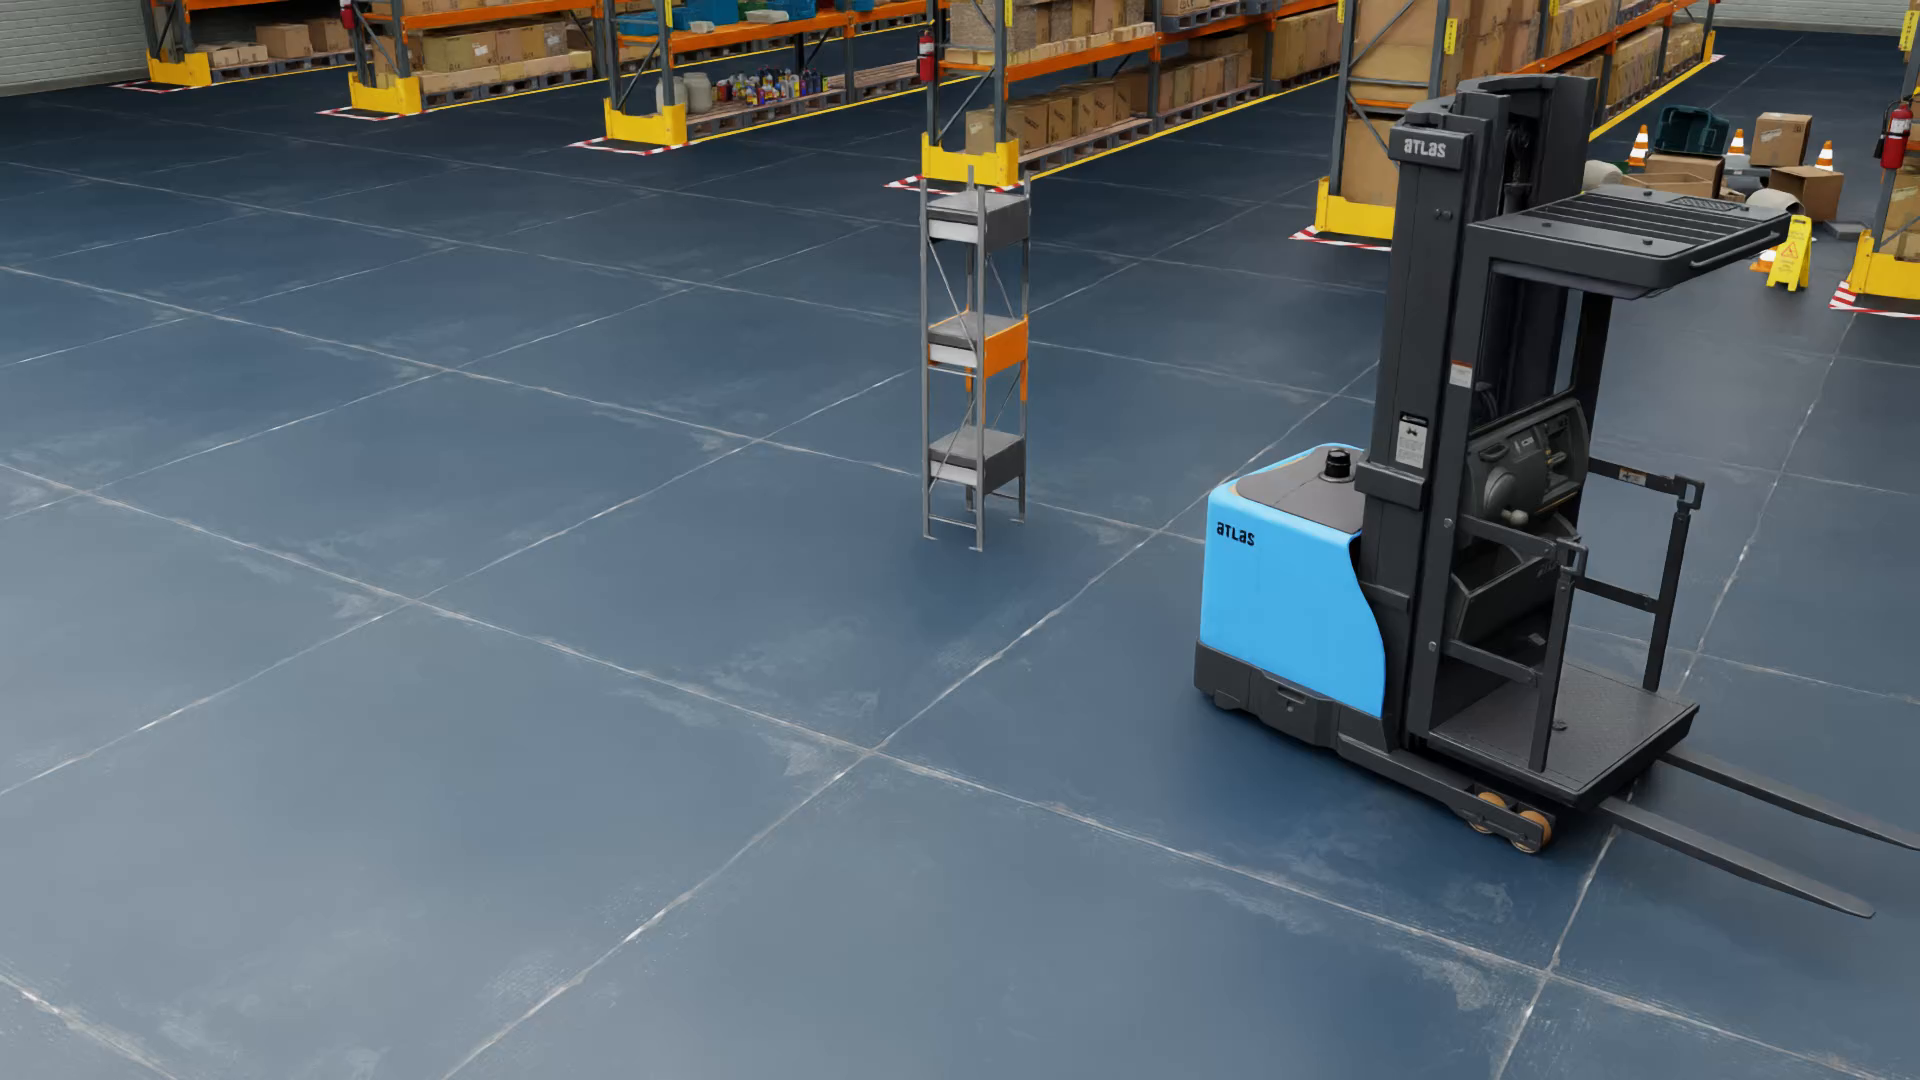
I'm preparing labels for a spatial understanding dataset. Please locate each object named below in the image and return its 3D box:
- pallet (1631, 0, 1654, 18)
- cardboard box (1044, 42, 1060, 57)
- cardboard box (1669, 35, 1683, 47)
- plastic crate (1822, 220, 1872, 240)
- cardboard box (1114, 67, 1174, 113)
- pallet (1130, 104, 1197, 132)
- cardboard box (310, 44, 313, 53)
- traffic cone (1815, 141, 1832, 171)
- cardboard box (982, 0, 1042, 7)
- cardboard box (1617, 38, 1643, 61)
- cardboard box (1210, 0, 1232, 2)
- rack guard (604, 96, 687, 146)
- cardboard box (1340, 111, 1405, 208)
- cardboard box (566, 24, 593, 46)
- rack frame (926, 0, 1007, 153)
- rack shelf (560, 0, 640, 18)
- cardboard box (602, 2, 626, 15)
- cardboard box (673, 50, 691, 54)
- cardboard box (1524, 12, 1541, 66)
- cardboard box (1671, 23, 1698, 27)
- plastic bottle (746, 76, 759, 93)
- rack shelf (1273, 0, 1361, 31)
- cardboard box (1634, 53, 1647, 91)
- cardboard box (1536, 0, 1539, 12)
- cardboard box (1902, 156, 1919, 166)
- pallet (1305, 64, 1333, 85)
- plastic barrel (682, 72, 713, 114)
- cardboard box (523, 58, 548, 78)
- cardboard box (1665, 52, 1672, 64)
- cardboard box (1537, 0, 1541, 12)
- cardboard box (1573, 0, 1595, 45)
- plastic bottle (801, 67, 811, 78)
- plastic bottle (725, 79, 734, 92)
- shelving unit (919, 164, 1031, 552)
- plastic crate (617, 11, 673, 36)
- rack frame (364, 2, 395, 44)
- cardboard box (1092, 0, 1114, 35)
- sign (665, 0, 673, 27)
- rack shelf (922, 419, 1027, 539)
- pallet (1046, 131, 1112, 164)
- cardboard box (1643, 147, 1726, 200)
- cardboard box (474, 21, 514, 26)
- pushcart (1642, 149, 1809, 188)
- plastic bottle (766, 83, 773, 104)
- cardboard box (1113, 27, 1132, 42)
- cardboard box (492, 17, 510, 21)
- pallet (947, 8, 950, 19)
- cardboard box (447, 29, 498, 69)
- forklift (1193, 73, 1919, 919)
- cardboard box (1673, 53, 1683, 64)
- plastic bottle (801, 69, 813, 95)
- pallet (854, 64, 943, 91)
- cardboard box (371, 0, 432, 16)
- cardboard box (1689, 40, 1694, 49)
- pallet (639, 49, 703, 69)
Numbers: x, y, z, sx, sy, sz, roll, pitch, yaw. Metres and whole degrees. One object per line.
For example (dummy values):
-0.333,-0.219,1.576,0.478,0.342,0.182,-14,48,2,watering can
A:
9.463,-7.803,24.239,1.003,0.211,1.213,14,27,29,pallet
0.971,-5.852,19.807,0.380,0.149,0.250,14,27,29,cardboard box
11.530,-8.132,27.070,0.380,0.149,0.250,15,27,30,cardboard box
9.077,-3.163,16.955,0.402,0.080,0.583,5,24,11,plastic crate
2.525,-6.195,22.877,0.700,0.500,0.500,12,26,25,cardboard box
2.592,-5.921,23.161,1.003,0.211,1.213,14,27,29,pallet
-11.302,-8.409,28.435,0.380,0.149,0.250,12,26,25,cardboard box
10.067,-4.408,19.351,0.336,0.463,0.334,14,27,29,traffic cone
0.595,-6.357,18.900,0.500,0.500,0.500,14,27,29,cardboard box
9.562,-7.121,24.098,0.500,0.250,0.500,14,27,29,cardboard box
3.643,-7.799,23.630,0.396,0.266,0.258,13,27,27,cardboard box
-4.135,-5.514,21.857,1.175,0.500,0.348,14,27,29,rack guard
4.535,-3.974,17.300,0.875,0.875,0.875,14,27,29,cardboard box
-6.261,-8.400,27.604,0.500,0.311,0.500,14,27,29,cardboard box
0.073,-5.587,18.881,1.000,3.000,0.127,14,27,29,rack frame
-5.176,-9.360,28.500,1.077,0.370,4.000,14,27,29,rack shelf
-7.365,-11.123,33.845,0.750,0.750,0.750,14,27,29,cardboard box
-4.997,-8.549,28.654,0.500,0.250,0.500,14,27,30,cardboard box
6.159,-5.806,19.196,0.875,0.550,0.550,14,27,29,cardboard box
12.428,-8.767,28.537,0.380,0.149,0.250,14,27,30,cardboard box
-2.988,-6.512,23.892,0.152,0.276,0.135,14,27,29,plastic bottle
5.348,-8.632,26.820,1.077,0.370,4.000,14,27,29,rack shelf
9.842,-6.962,24.673,0.500,0.500,0.500,13,27,28,cardboard box
6.120,-6.311,19.004,0.875,0.550,0.550,14,27,29,cardboard box
8.830,-3.546,15.338,0.380,0.149,0.250,15,27,30,cardboard box
5.417,-7.668,27.198,1.003,0.211,1.213,14,27,29,pallet
-3.588,-6.084,22.630,0.421,0.512,0.421,0,23,0,plastic barrel
-6.813,-7.405,26.011,0.500,0.250,0.500,14,27,29,cardboard box
11.026,-7.640,26.308,0.380,0.149,0.250,15,28,31,cardboard box
6.600,-6.537,19.691,0.700,0.500,0.500,13,27,28,cardboard box
7.649,-6.541,20.958,0.500,0.500,0.500,14,27,30,cardboard box
-2.242,-6.714,24.264,0.144,0.351,0.185,14,27,29,plastic bottle
-3.309,-6.415,23.668,0.152,0.276,0.135,13,27,28,plastic bottle
0.087,-1.019,9.462,0.431,2.100,0.503,14,27,29,shelving unit
-4.125,-6.789,21.843,0.499,0.251,0.616,14,27,29,plastic crate
-10.442,-10.051,29.193,1.000,3.000,0.127,14,27,29,rack frame
1.421,-6.630,20.788,0.875,0.500,0.500,14,27,29,cardboard box
-3.670,-6.636,20.954,0.100,0.325,0.005,14,27,29,sign
0.087,-0.365,9.745,0.431,0.518,0.480,14,27,29,rack shelf
1.216,-5.010,21.058,1.003,0.211,1.213,14,27,29,pallet
7.754,-3.868,17.881,0.797,0.637,0.503,14,27,29,cardboard box
-7.269,-7.861,26.122,0.500,0.500,0.500,14,27,29,cardboard box
8.639,-4.118,18.788,1.648,0.377,0.936,5,24,11,pushcart
-2.680,-6.271,23.341,0.097,0.271,0.097,0,23,0,plastic bottle
1.959,-6.426,21.134,0.380,0.149,0.250,14,27,29,cardboard box
-9.038,-10.053,31.789,0.700,0.500,0.500,14,27,29,cardboard box
-0.361,-11.490,36.026,1.003,0.211,1.213,14,27,29,pallet
-7.354,-7.415,25.090,0.500,0.500,0.500,14,27,29,cardboard box
2.498,-0.299,6.750,1.130,2.935,3.031,-21,31,-39,forklift
11.678,-7.950,27.399,0.380,0.149,0.250,13,27,28,cardboard box
-2.221,-6.619,24.045,0.144,0.351,0.185,12,26,26,plastic bottle
-1.001,-7.382,26.537,1.003,0.211,1.213,14,27,29,pallet
-8.084,-7.865,24.017,0.700,0.500,0.500,14,27,29,cardboard box
12.103,-8.344,27.934,0.380,0.149,0.250,14,27,30,cardboard box
-5.233,-8.405,28.900,1.003,0.211,1.213,14,27,29,pallet
